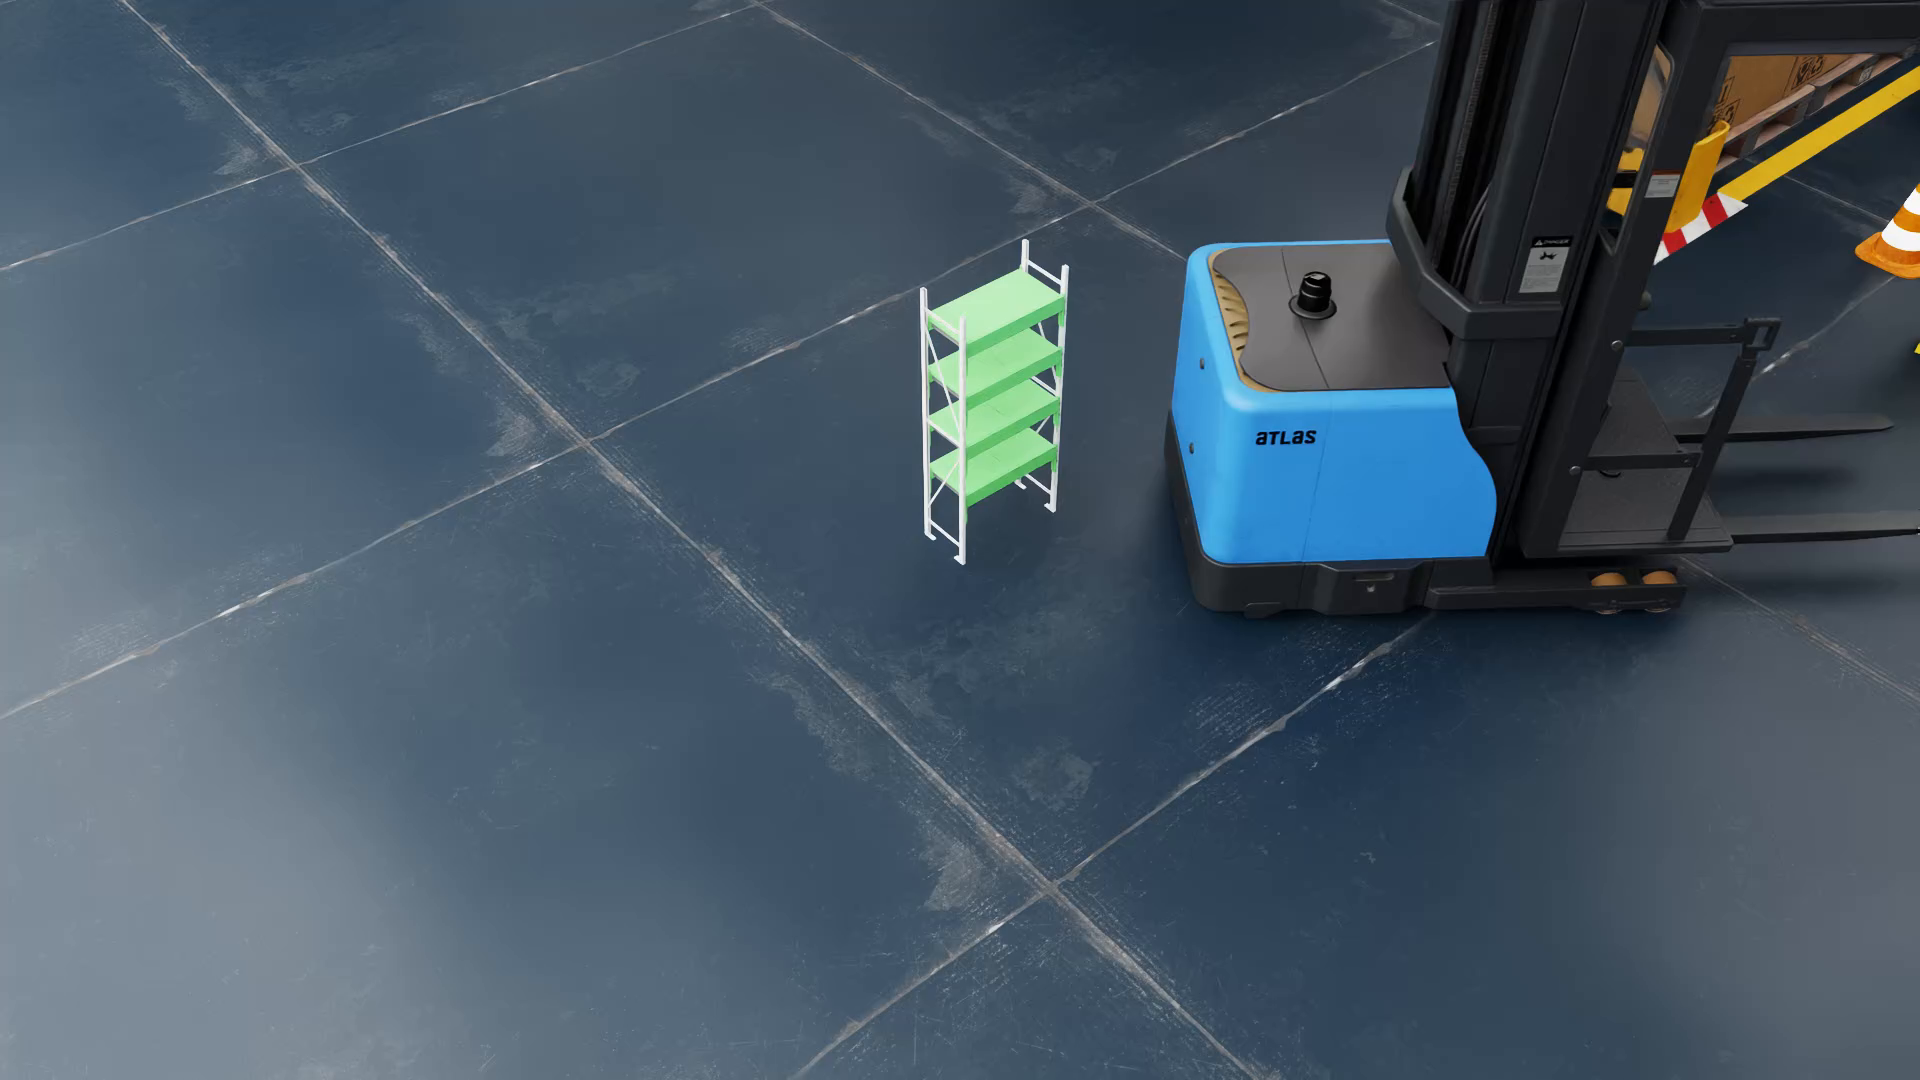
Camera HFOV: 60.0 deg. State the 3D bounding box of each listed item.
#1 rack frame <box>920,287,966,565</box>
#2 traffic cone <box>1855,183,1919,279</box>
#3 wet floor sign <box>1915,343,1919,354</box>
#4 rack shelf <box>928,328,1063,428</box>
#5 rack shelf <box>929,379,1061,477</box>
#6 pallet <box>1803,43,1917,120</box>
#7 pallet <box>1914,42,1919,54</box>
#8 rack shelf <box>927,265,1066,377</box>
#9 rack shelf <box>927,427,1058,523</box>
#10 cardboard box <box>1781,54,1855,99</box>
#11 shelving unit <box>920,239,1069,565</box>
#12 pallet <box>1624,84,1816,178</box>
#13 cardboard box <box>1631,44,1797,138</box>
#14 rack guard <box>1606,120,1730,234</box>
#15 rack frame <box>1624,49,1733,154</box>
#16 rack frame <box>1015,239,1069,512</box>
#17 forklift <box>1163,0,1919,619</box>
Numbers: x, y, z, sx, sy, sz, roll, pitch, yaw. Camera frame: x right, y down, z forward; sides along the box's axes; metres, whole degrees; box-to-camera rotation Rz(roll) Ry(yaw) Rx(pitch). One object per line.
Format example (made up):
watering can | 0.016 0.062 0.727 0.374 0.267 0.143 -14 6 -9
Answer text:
rack frame | -0.060 -0.403 6.303 0.015 1.200 0.240 -30 51 -28
traffic cone | 4.650 -1.577 8.091 0.334 0.463 0.336 -30 51 -28
wet floor sign | 4.580 -1.103 7.453 0.267 0.644 0.232 30 51 28
rack shelf | 0.127 -0.638 6.296 0.480 0.148 0.258 -30 51 -28
rack shelf | 0.127 -0.463 6.460 0.480 0.148 0.258 -30 51 -28
pallet | 4.830 -2.923 9.708 1.213 0.211 1.003 -30 51 -28
pallet | 5.766 -3.461 10.281 1.213 0.211 1.003 -30 51 -28
rack shelf | 0.127 -0.813 6.132 0.480 0.148 0.258 -30 51 -28
rack shelf | 0.127 -0.289 6.625 0.480 0.148 0.258 -30 51 -28
cardboard box | 4.483 -3.112 9.118 0.875 0.875 0.875 -31 51 -28
shelving unit | 0.127 -0.510 6.417 0.503 1.200 0.258 -30 51 -28
pallet | 3.895 -2.389 9.140 1.213 0.211 1.003 -30 51 -28
cardboard box | 3.809 -2.725 8.706 0.875 0.875 0.875 -29 51 -28
rack guard | 3.313 -2.092 8.612 0.348 0.500 1.175 -30 51 -28
rack frame | 3.332 -3.014 7.768 0.127 3.000 1.000 -30 51 -28
rack frame | 0.314 -0.617 6.531 0.015 1.200 0.240 -30 51 -28
forklift | 2.395 -1.145 5.828 3.031 2.935 1.130 -2 43 -2
